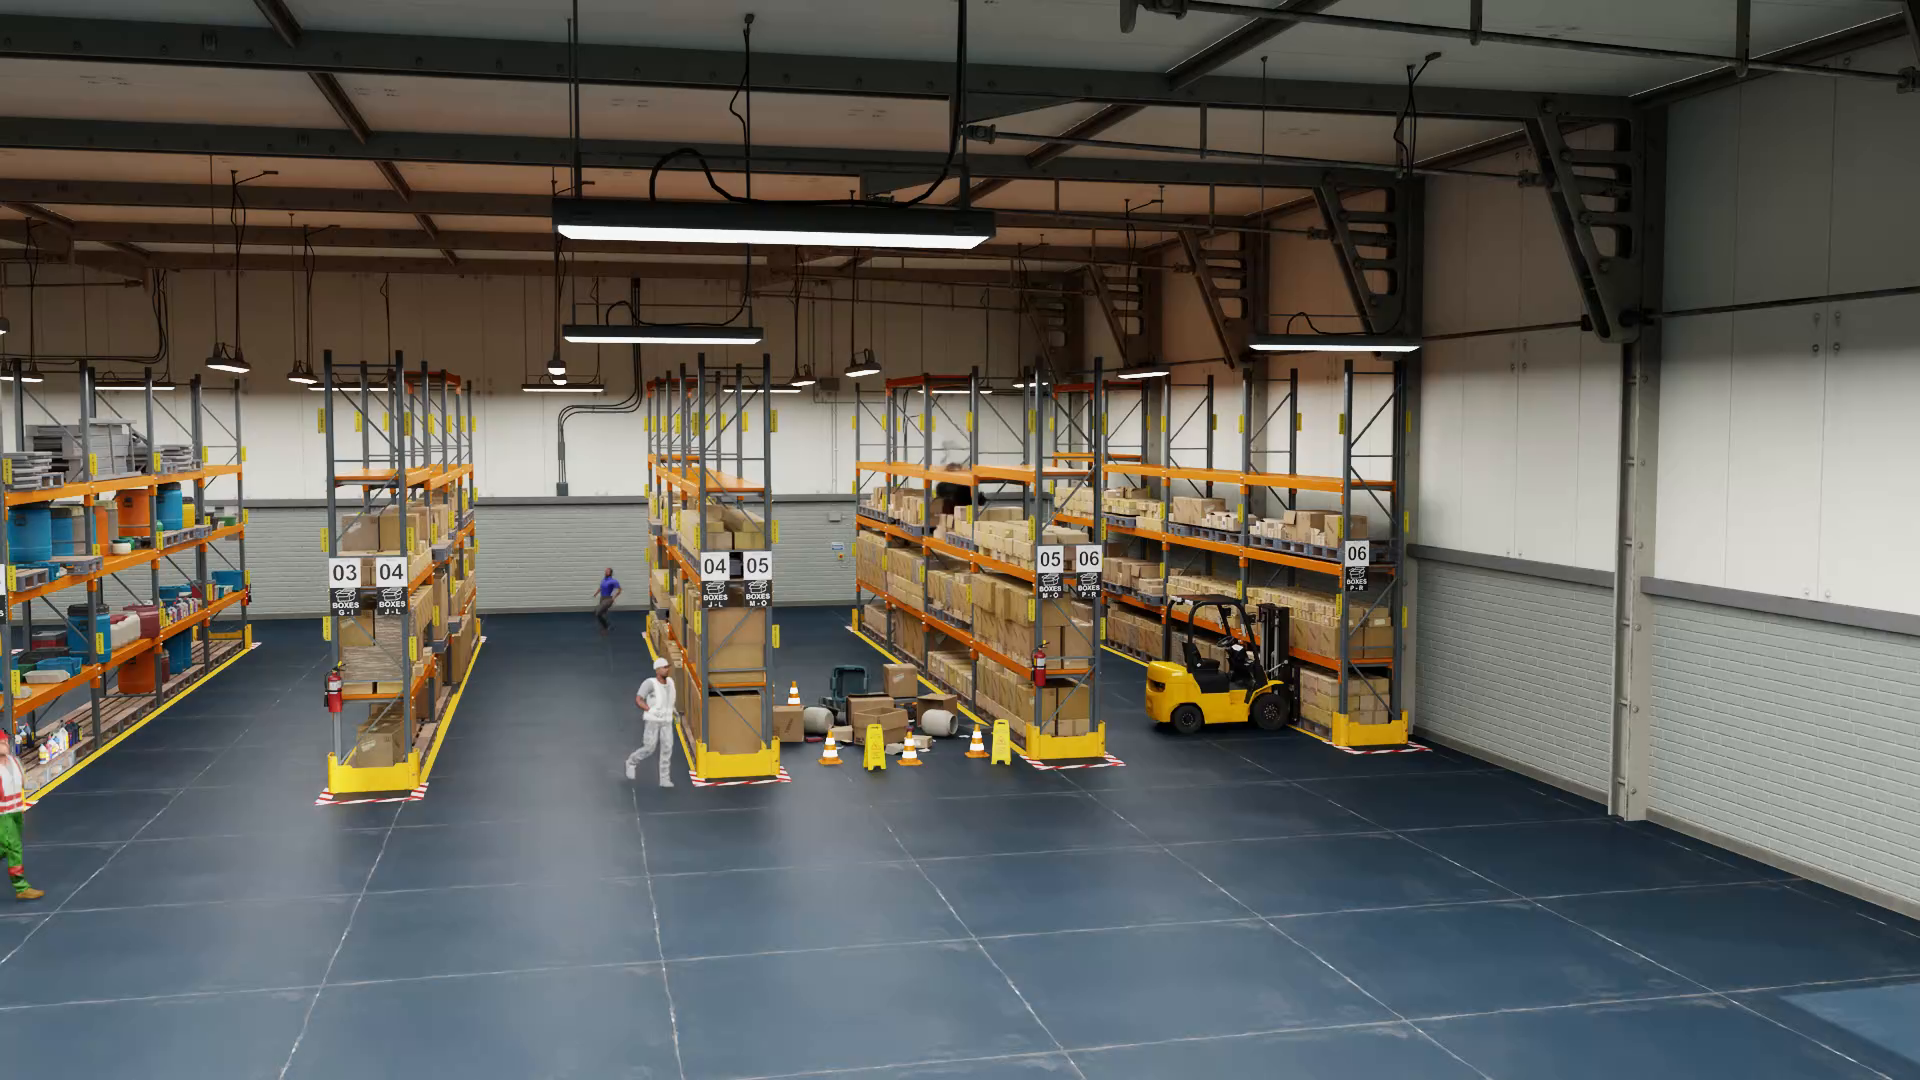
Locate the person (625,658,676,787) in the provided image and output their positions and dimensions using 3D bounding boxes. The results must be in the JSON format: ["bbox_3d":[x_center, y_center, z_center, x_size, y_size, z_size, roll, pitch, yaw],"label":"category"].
[{"bbox_3d":[-4.168,2.517,23.102,0.930,1.754,0.688,3,5,41],"label":"person"}]

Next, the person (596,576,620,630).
[{"bbox_3d":[-8.375,1.514,39.343,0.595,1.331,0.581,4,6,44],"label":"person"}]

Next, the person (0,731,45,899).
[{"bbox_3d":[-10.102,2.884,17.543,0.967,1.768,0.642,1,4,11],"label":"person"}]
